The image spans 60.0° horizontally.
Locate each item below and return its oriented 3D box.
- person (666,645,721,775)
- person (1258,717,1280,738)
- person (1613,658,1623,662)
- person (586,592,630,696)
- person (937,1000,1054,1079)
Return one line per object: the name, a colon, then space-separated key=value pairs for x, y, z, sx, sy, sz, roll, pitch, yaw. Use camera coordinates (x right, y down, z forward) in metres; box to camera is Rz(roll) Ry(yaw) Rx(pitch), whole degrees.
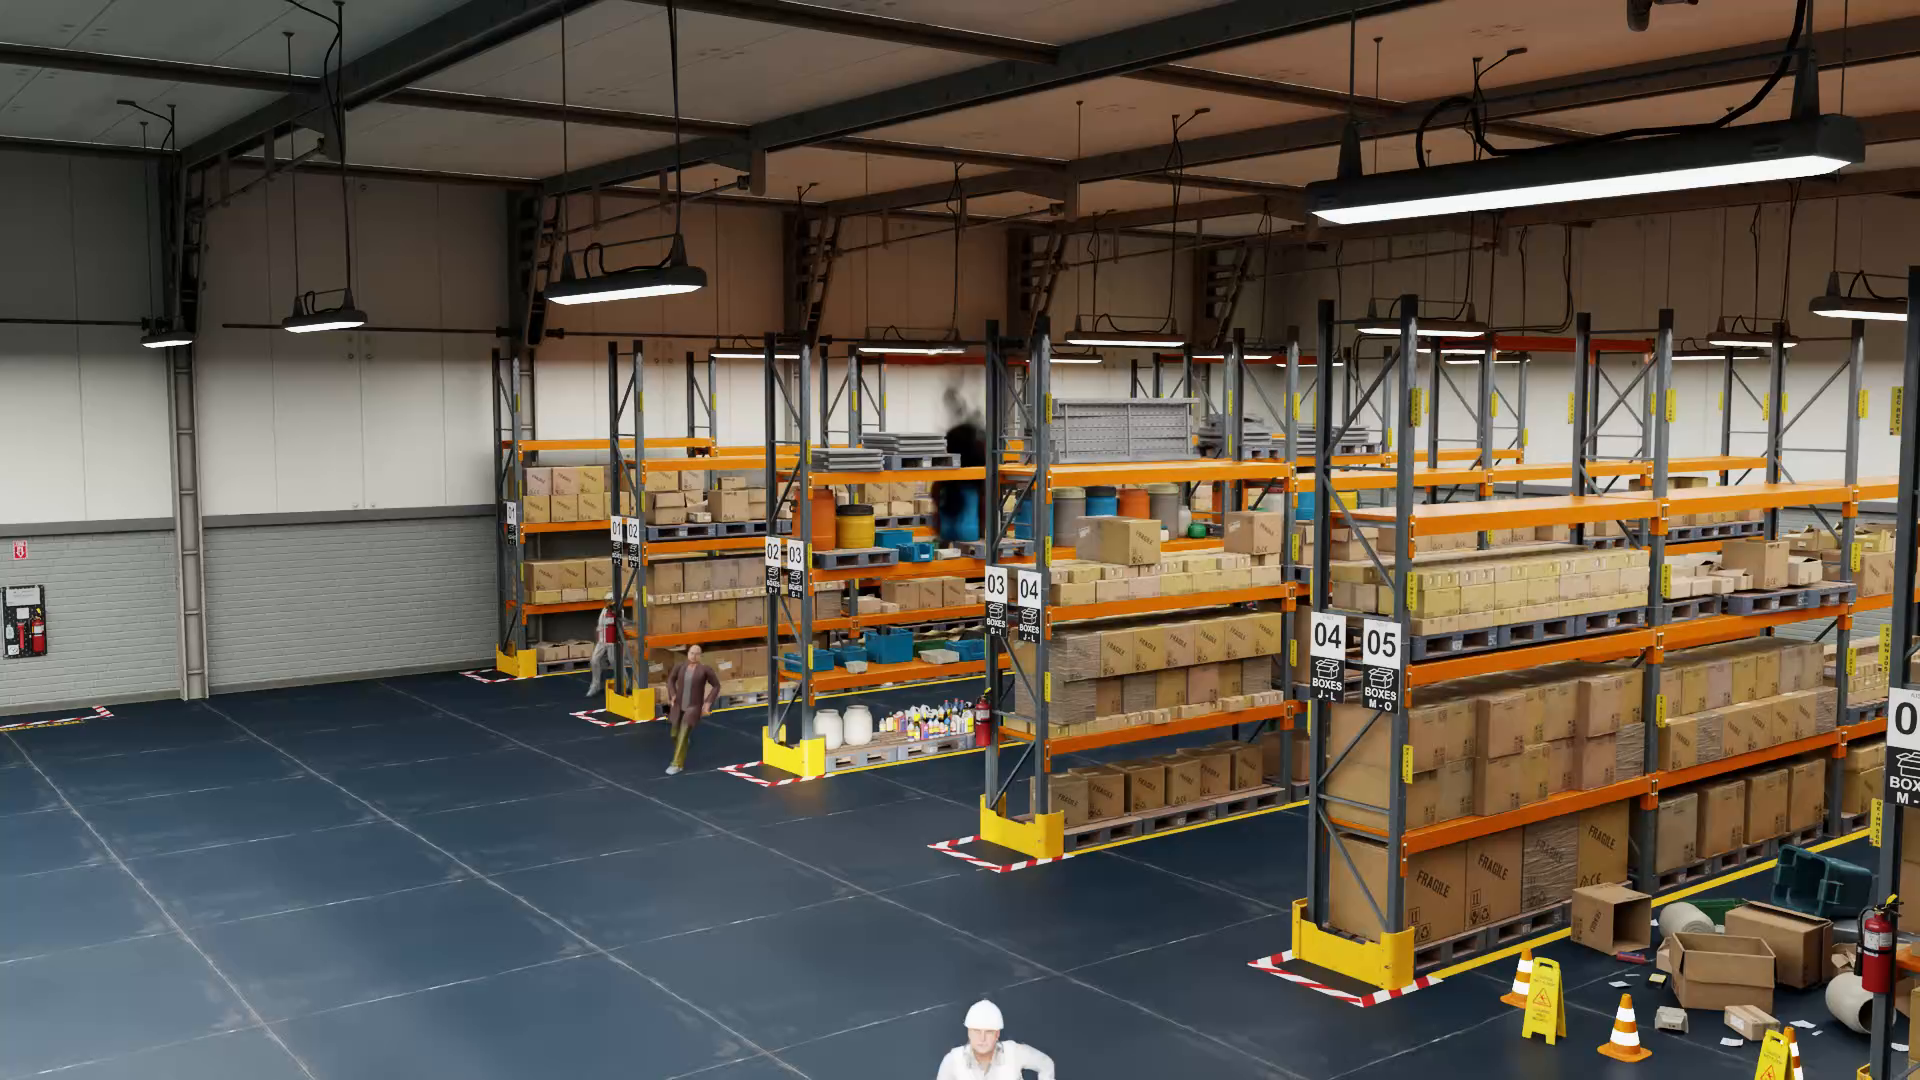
person: x=-3.662 y=2.298 z=22.801 sx=0.769 sy=1.737 sz=0.818 roll=1 pitch=5 yaw=11
person: x=4.777 y=2.077 z=25.103 sx=0.665 sy=1.767 sz=0.904 roll=4 pitch=6 yaw=39
person: x=8.577 y=2.404 z=21.638 sx=0.909 sy=1.767 sz=0.608 roll=-4 pitch=7 yaw=-40
person: x=-5.971 y=1.792 z=28.536 sx=0.687 sy=1.823 sz=0.791 roll=4 pitch=7 yaw=41
person: x=0.180 y=3.456 z=9.448 sx=0.682 sy=1.769 sz=0.811 roll=1 pitch=5 yaw=8
